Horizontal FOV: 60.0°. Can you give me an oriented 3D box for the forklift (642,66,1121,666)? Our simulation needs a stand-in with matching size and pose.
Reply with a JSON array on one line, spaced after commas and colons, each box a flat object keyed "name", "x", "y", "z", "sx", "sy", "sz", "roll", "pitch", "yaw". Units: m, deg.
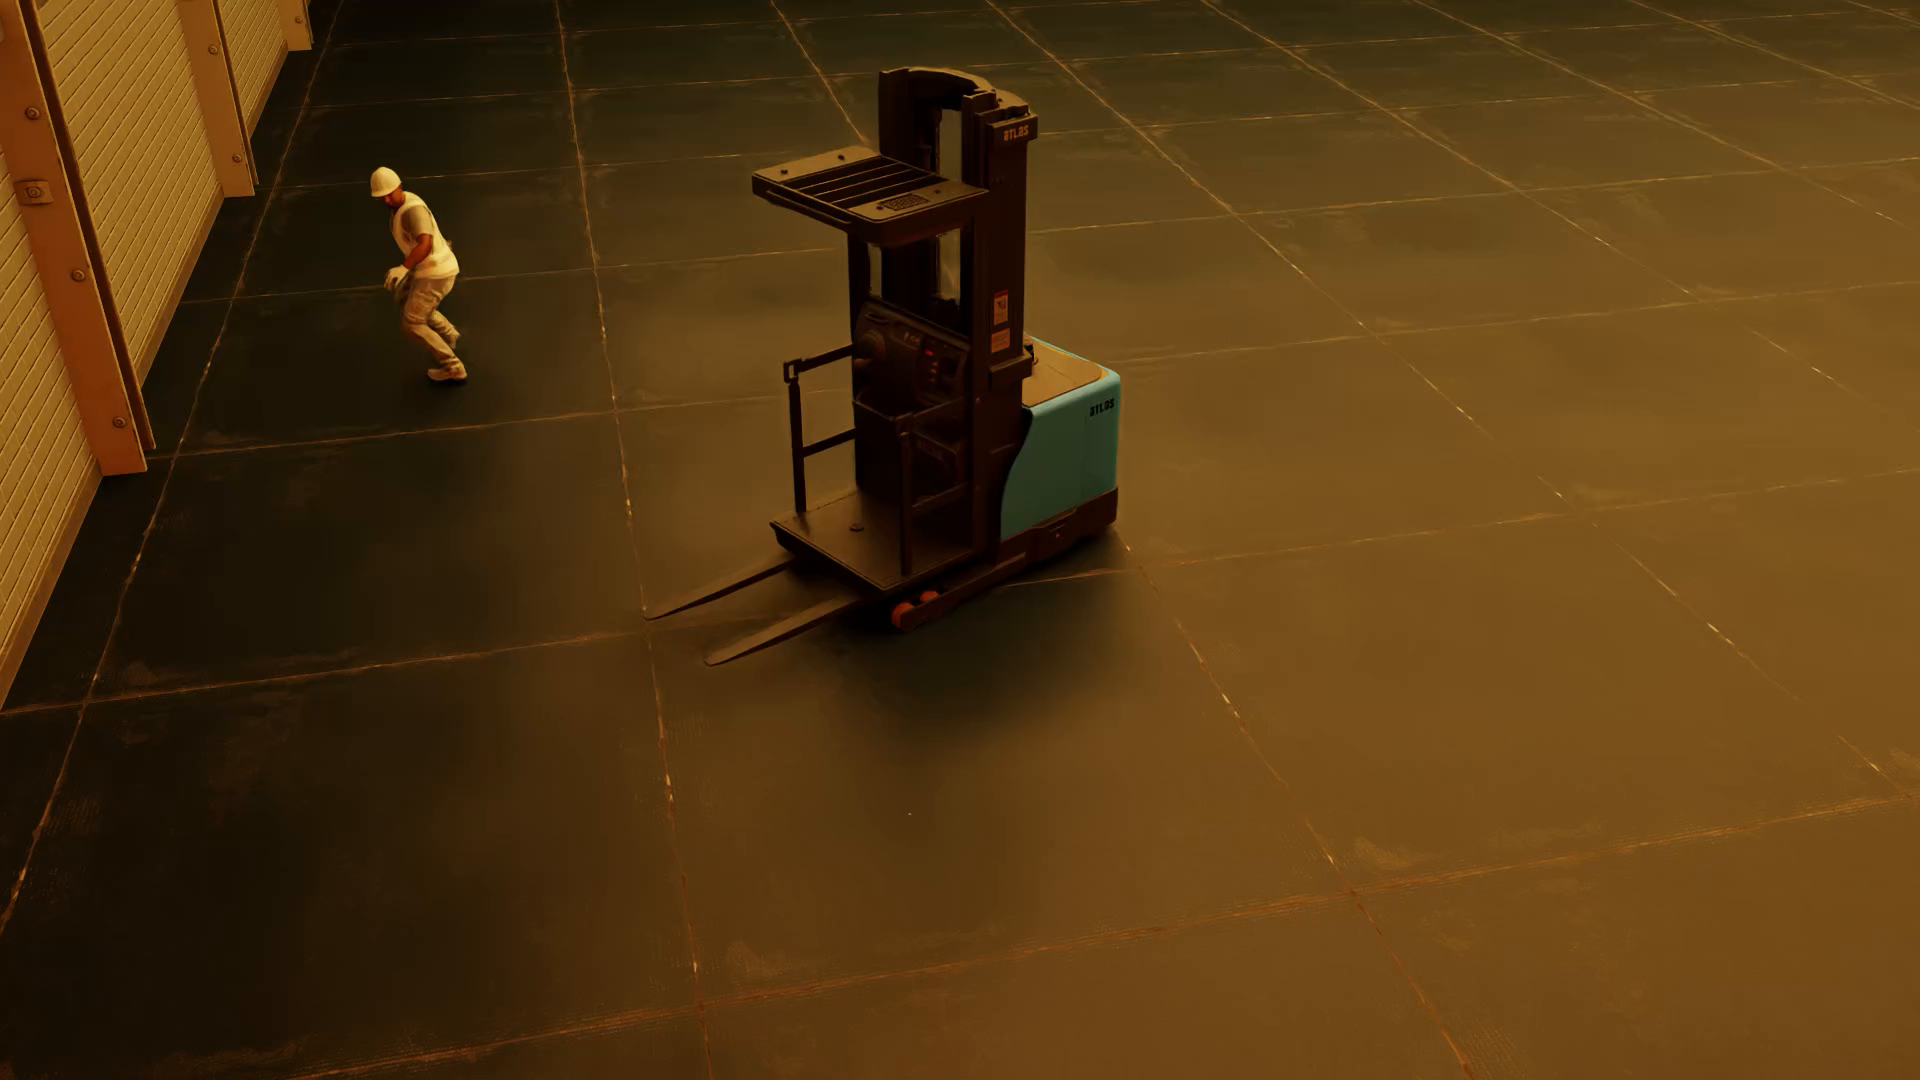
[{"name": "forklift", "x": -0.437, "y": -1.035, "z": 9.363, "sx": 3.031, "sy": 2.935, "sz": 1.130, "roll": -24, "pitch": 38, "yaw": -35}]

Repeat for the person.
[{"name": "person", "x": -4.022, "y": -1.999, "z": 12.434, "sx": 0.537, "sy": 1.678, "sz": 1.057, "roll": -9, "pitch": 31, "yaw": -15}]
